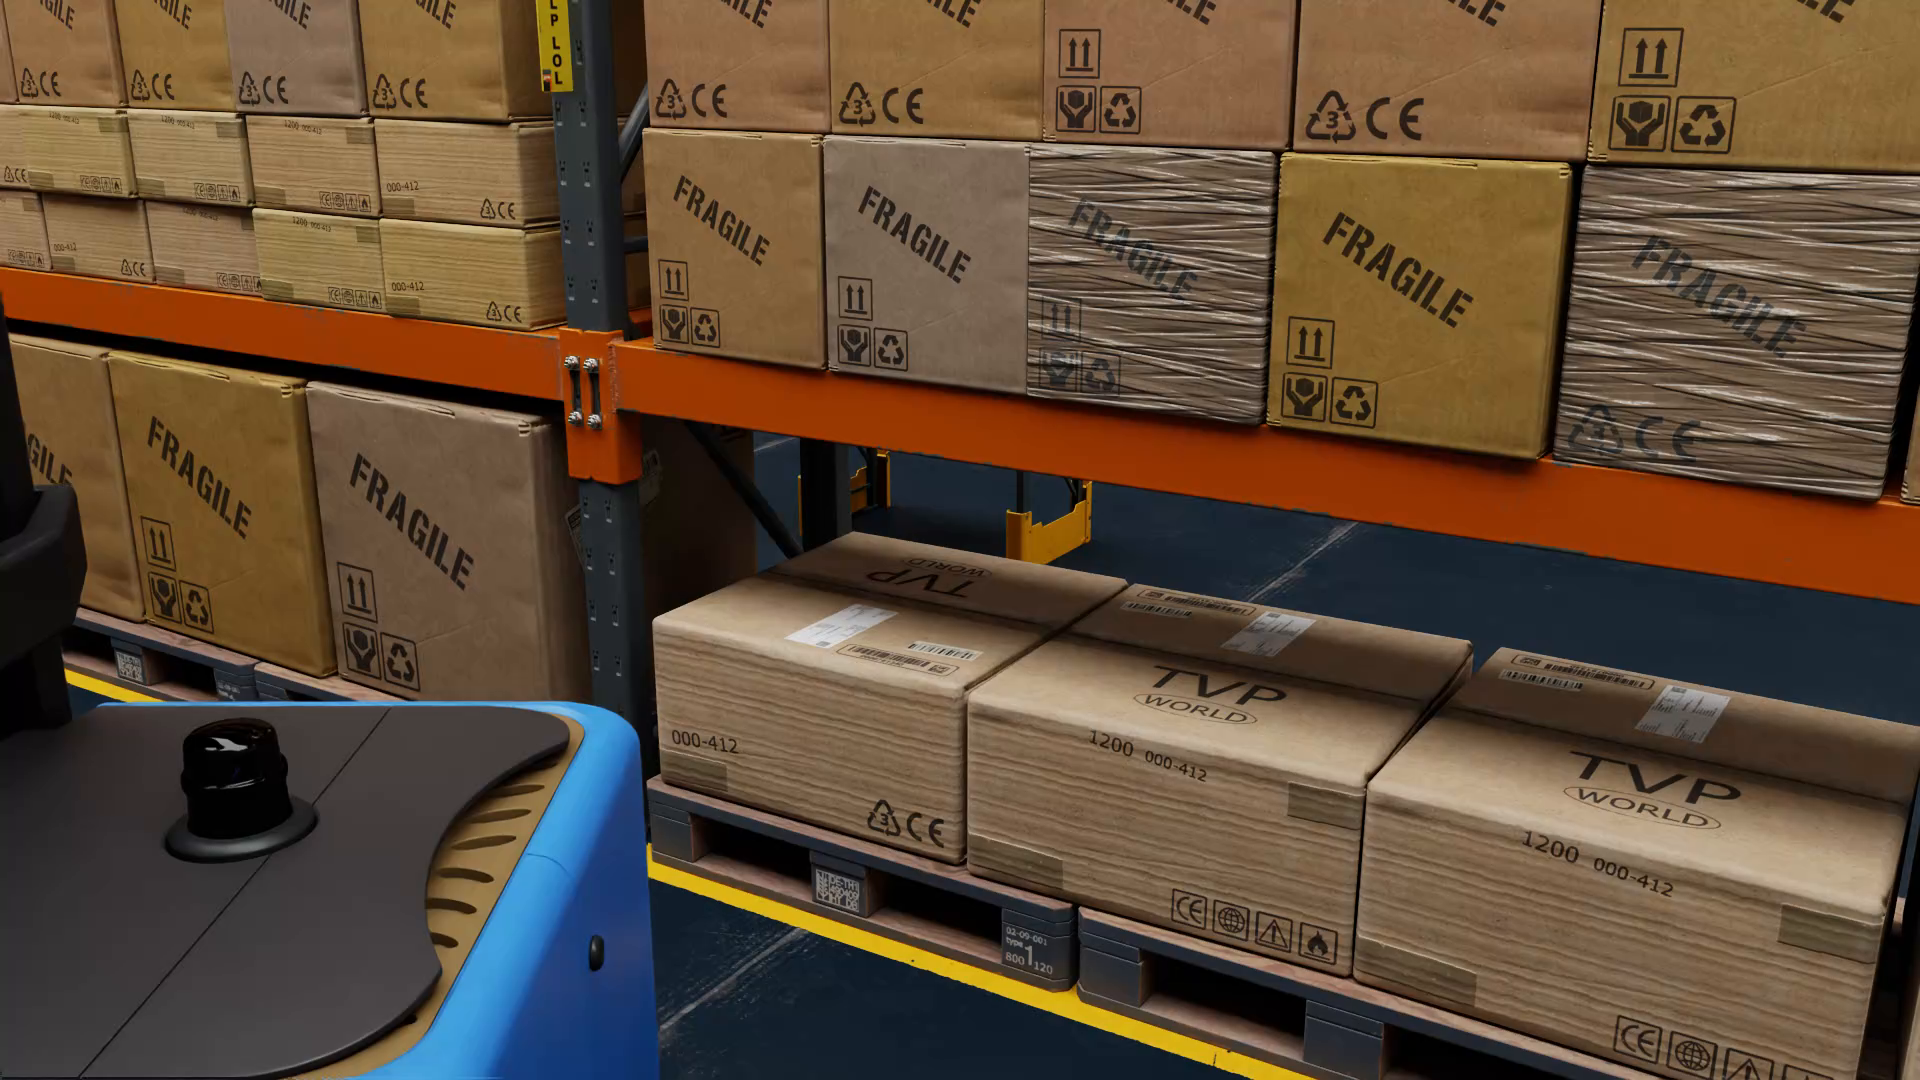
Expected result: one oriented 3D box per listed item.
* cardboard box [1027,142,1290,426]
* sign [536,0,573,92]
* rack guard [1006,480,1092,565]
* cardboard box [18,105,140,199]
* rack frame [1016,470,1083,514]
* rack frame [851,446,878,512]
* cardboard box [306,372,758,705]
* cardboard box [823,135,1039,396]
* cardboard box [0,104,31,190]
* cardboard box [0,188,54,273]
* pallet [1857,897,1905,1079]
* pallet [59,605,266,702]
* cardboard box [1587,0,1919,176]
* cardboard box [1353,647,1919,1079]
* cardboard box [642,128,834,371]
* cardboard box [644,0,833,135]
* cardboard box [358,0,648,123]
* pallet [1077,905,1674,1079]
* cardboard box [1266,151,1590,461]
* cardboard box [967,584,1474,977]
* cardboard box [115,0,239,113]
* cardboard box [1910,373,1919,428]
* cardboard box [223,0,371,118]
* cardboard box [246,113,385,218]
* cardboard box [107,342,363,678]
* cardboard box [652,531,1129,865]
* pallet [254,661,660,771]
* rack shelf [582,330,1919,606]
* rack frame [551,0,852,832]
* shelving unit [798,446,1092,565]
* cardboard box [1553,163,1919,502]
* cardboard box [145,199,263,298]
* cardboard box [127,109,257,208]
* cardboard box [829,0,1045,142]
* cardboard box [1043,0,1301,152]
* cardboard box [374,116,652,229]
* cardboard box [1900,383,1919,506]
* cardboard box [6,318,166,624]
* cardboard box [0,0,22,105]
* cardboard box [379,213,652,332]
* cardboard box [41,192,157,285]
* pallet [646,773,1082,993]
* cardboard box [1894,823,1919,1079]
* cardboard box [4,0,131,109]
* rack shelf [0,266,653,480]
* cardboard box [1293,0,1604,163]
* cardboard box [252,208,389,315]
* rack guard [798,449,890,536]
[{"bbox_3d":[0.476,-0.550,3.359,0.500,0.500,0.500,10,20,30],"label":"cardboard box"},{"bbox_3d":[-0.910,-1.173,3.727,0.005,0.325,0.100,10,20,30],"label":"sign"},{"bbox_3d":[0.359,-0.055,6.634,0.087,0.250,0.587,10,20,30],"label":"rack guard"},{"bbox_3d":[-2.457,-1.193,5.044,0.500,0.250,0.500,11,20,31],"label":"cardboard box"},{"bbox_3d":[0.360,-0.653,6.451,0.032,1.500,0.500,10,20,30],"label":"rack frame"},{"bbox_3d":[-0.506,-0.808,6.961,0.032,1.500,0.500,10,20,30],"label":"rack frame"},{"bbox_3d":[-1.205,-0.052,4.824,0.875,0.875,0.875,11,20,32],"label":"cardboard box"},{"bbox_3d":[0.055,-0.627,3.613,0.500,0.500,0.500,10,20,30],"label":"cardboard box"},{"bbox_3d":[-2.882,-1.273,5.309,0.500,0.250,0.500,10,20,30],"label":"cardboard box"},{"bbox_3d":[-2.867,-1.038,5.396,0.500,0.250,0.500,11,20,32],"label":"cardboard box"},{"bbox_3d":[2.052,1.047,3.070,1.213,0.211,1.003,10,20,30],"label":"pallet"},{"bbox_3d":[-2.375,0.257,5.672,1.213,0.211,1.003,10,20,30],"label":"pallet"},{"bbox_3d":[1.358,-0.874,2.704,0.500,0.500,0.500,10,20,30],"label":"cardboard box"},{"bbox_3d":[1.375,0.628,3.340,0.875,0.438,0.875,11,20,32],"label":"cardboard box"},{"bbox_3d":[-0.372,-0.705,3.868,0.500,0.500,0.500,11,20,32],"label":"cardboard box"},{"bbox_3d":[-0.355,-1.187,3.735,0.500,0.500,0.500,10,20,30],"label":"cardboard box"},{"bbox_3d":[-1.146,-1.325,4.190,0.500,0.500,0.500,11,20,32],"label":"cardboard box"},{"bbox_3d":[1.016,0.862,3.682,1.213,0.211,1.003,10,20,30],"label":"pallet"},{"bbox_3d":[0.915,-0.472,3.101,0.500,0.500,0.500,11,20,32],"label":"cardboard box"},{"bbox_3d":[0.608,0.490,3.793,0.875,0.438,0.875,9,19,28],"label":"cardboard box"},{"bbox_3d":[-2.013,-1.484,4.713,0.500,0.500,0.500,11,20,32],"label":"cardboard box"},{"bbox_3d":[1.646,-0.528,3.288,0.500,0.500,0.500,10,20,30],"label":"cardboard box"},{"bbox_3d":[-1.591,-1.402,4.443,0.500,0.500,0.500,11,20,31],"label":"cardboard box"},{"bbox_3d":[-1.567,-1.042,4.547,0.500,0.250,0.500,11,20,31],"label":"cardboard box"},{"bbox_3d":[-1.978,-0.187,5.270,0.875,0.875,0.875,11,20,32],"label":"cardboard box"},{"bbox_3d":[-0.156,0.354,4.241,0.875,0.438,0.875,10,19,29],"label":"cardboard box"},{"bbox_3d":[-1.331,0.442,5.061,1.213,0.211,1.003,10,20,30],"label":"pallet"},{"bbox_3d":[1.070,-0.145,3.434,4.000,0.370,1.077,10,20,30],"label":"rack shelf"},{"bbox_3d":[-0.634,-0.793,4.331,0.127,3.000,1.000,10,20,30],"label":"rack frame"},{"bbox_3d":[-0.065,-0.729,6.701,1.083,1.500,0.587,10,20,30],"label":"shelving unit"},{"bbox_3d":[1.361,-0.396,2.853,0.500,0.500,0.500,11,20,32],"label":"cardboard box"},{"bbox_3d":[-2.002,-0.886,4.896,0.500,0.250,0.500,10,19,29],"label":"cardboard box"},{"bbox_3d":[-2.012,-1.119,4.802,0.500,0.250,0.500,11,20,31],"label":"cardboard box"},{"bbox_3d":[0.072,-1.109,3.477,0.500,0.500,0.500,10,19,29],"label":"cardboard box"},{"bbox_3d":[0.502,-1.028,3.212,0.500,0.500,0.500,11,20,31],"label":"cardboard box"},{"bbox_3d":[-1.137,-0.967,4.303,0.500,0.250,0.500,10,20,30],"label":"cardboard box"},{"bbox_3d":[1.805,-0.320,2.603,0.500,0.500,0.500,10,19,29],"label":"cardboard box"},{"bbox_3d":[-2.740,-0.323,5.718,0.875,0.875,0.875,10,20,31],"label":"cardboard box"},{"bbox_3d":[-2.890,-1.637,5.216,0.500,0.500,0.500,11,20,32],"label":"cardboard box"},{"bbox_3d":[-1.149,-0.727,4.372,0.500,0.250,0.500,10,19,29],"label":"cardboard box"},{"bbox_3d":[-2.444,-0.964,5.151,0.500,0.250,0.500,10,20,30],"label":"cardboard box"},{"bbox_3d":[-0.027,0.676,4.292,1.213,0.211,1.003,10,20,30],"label":"pallet"},{"bbox_3d":[2.159,0.765,2.889,0.875,0.438,0.875,9,19,28],"label":"cardboard box"},{"bbox_3d":[-2.462,-1.559,4.960,0.500,0.500,0.500,10,20,31],"label":"cardboard box"},{"bbox_3d":[-2.339,-0.753,5.437,4.000,0.370,1.077,10,20,30],"label":"rack shelf"},{"bbox_3d":[0.931,-0.951,2.957,0.500,0.500,0.500,10,20,30],"label":"cardboard box"},{"bbox_3d":[-1.582,-0.805,4.628,0.500,0.250,0.500,10,19,29],"label":"cardboard box"},{"bbox_3d":[-0.489,-0.207,7.132,0.087,0.250,0.587,10,20,30],"label":"rack guard"}]
